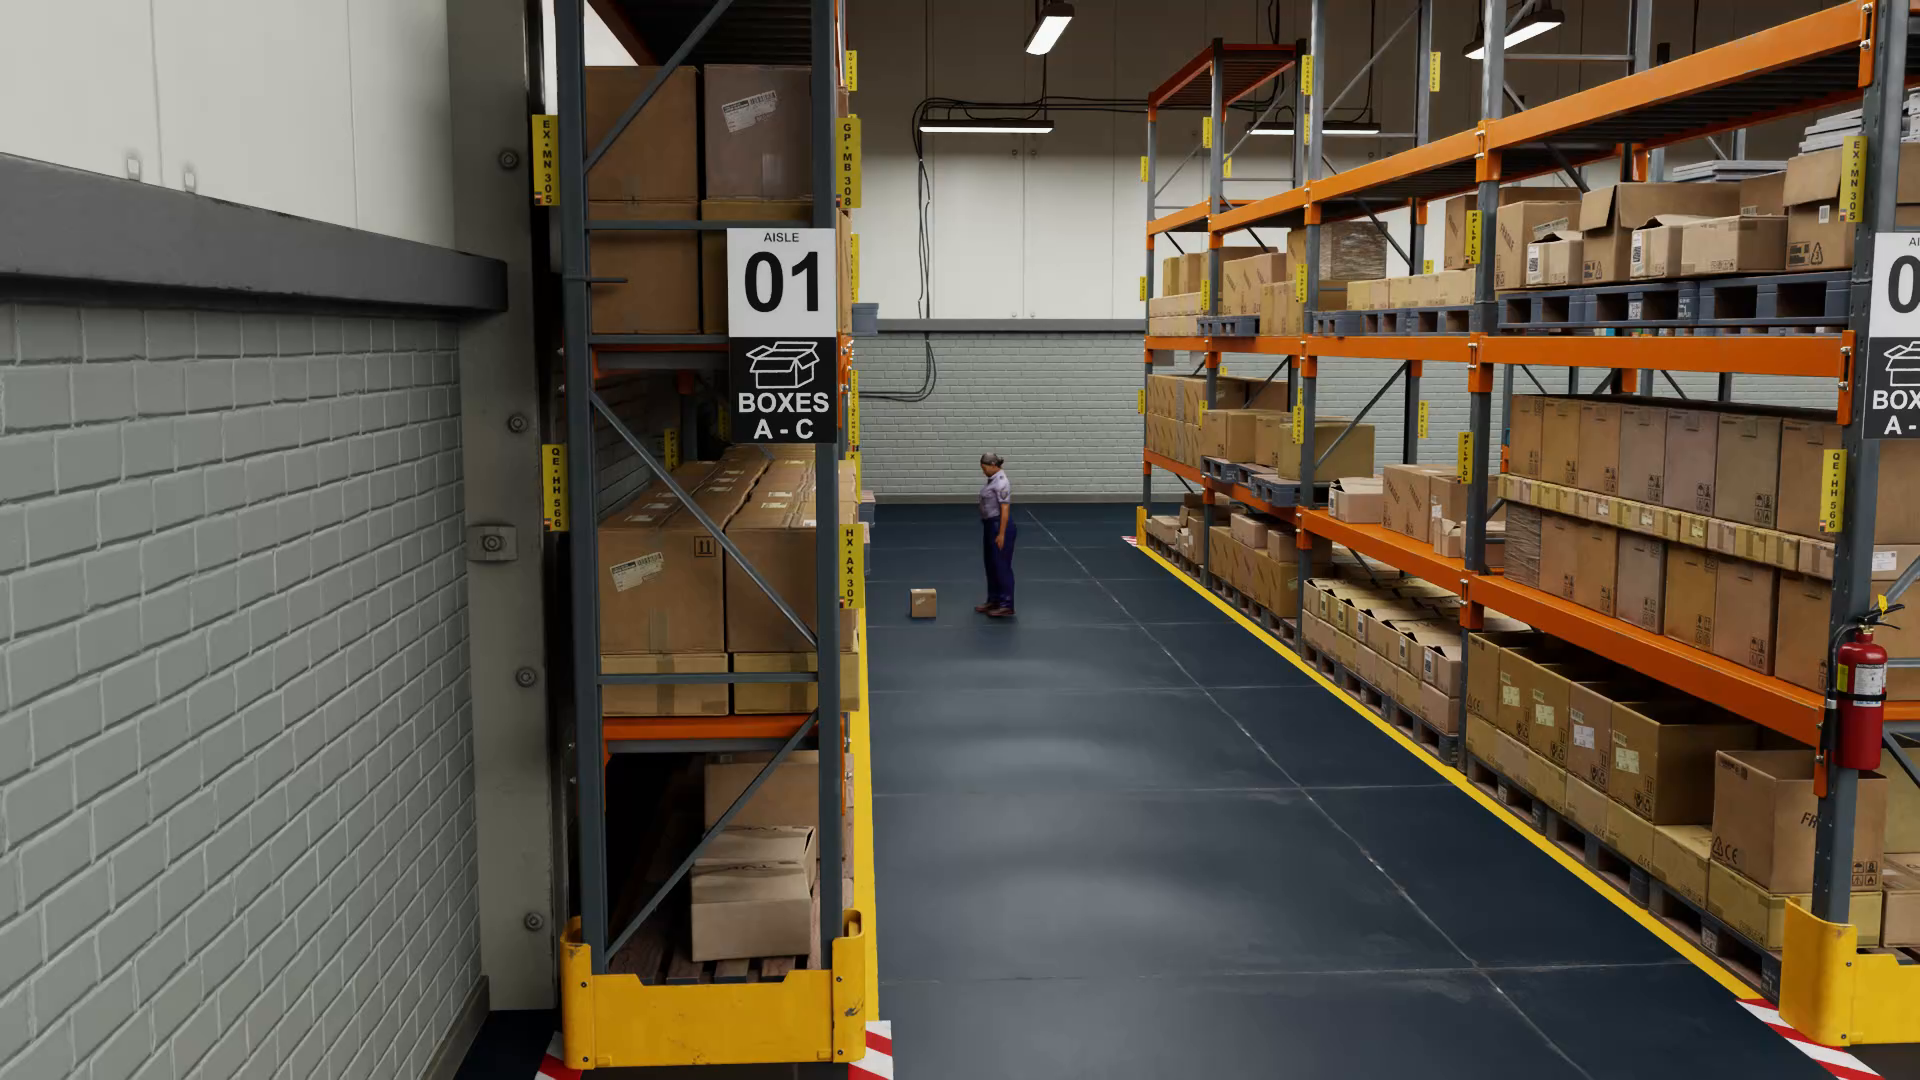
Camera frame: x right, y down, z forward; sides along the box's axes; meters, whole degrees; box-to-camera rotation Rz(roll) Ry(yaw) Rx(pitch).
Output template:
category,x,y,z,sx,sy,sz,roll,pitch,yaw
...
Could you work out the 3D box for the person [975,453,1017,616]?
category,x,y,z,sx,sy,sz,roll,pitch,yaw
person,0.370,-0.066,16.776,0.392,1.632,0.511,-1,7,-10
